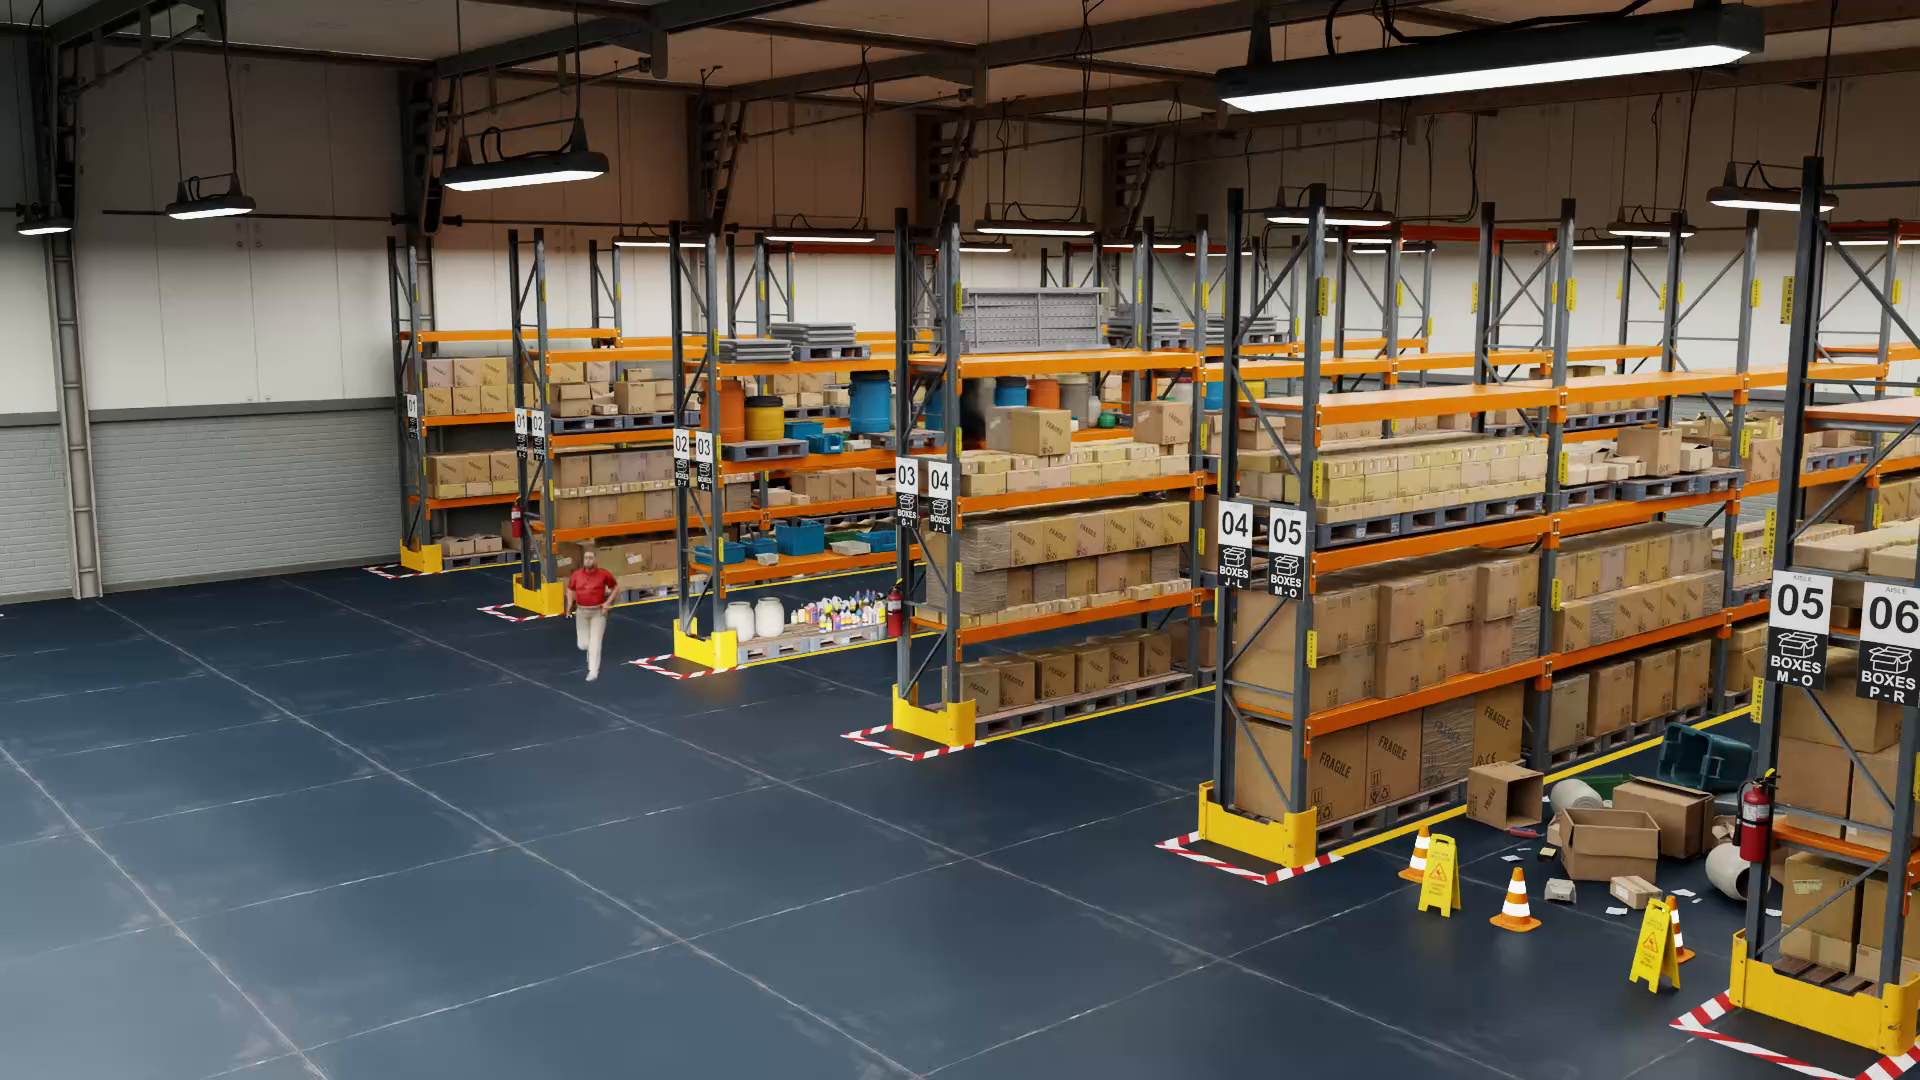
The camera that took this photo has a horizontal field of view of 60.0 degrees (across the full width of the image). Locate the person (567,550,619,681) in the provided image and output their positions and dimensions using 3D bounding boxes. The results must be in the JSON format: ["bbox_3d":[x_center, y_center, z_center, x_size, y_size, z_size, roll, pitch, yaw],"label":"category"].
[{"bbox_3d":[-4.871,0.971,22.067,0.678,1.699,0.674,0,9,-1],"label":"person"}]
